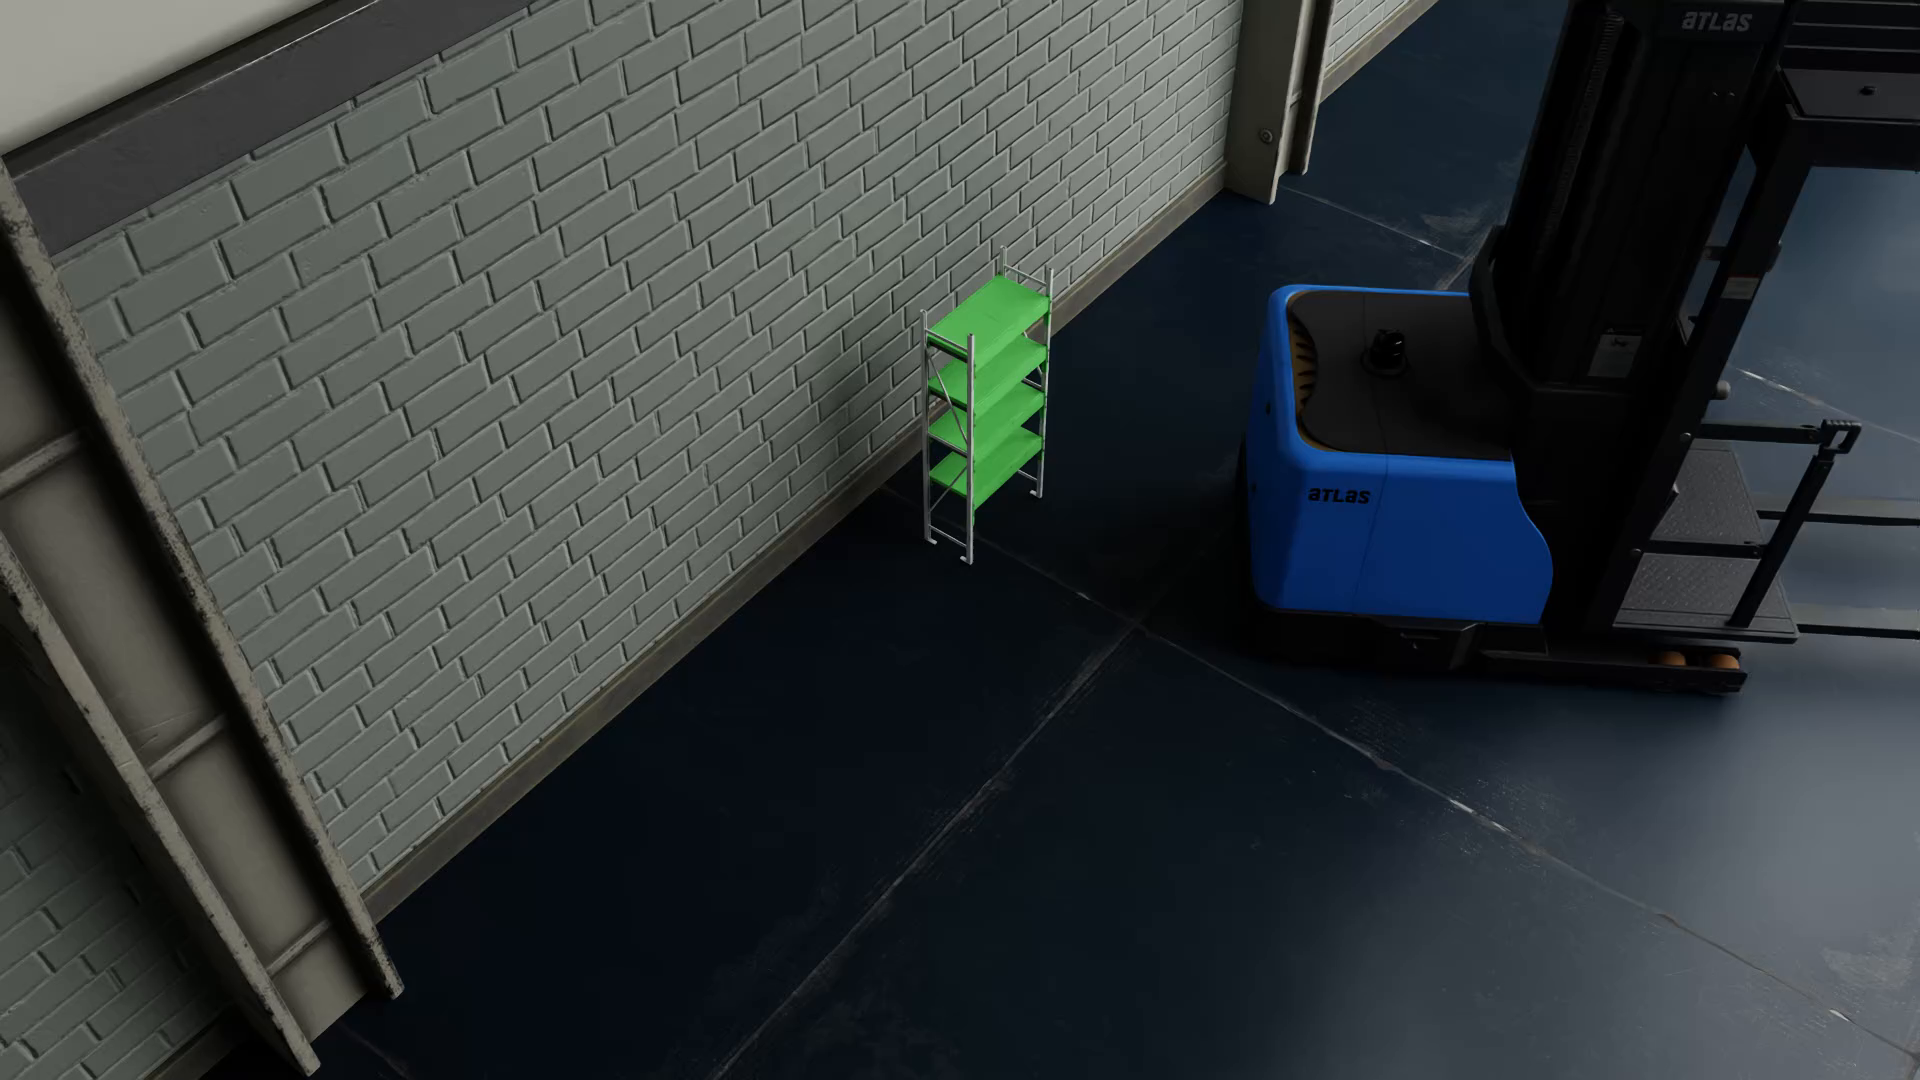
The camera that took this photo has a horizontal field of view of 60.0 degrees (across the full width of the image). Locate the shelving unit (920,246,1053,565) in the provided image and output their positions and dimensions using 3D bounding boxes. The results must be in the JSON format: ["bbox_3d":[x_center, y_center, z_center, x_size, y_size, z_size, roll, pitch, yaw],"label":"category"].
[{"bbox_3d":[0.101,-0.509,6.571,0.258,1.200,0.503,29,53,25],"label":"shelving unit"}]

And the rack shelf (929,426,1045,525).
[{"bbox_3d":[0.101,-0.299,6.791,0.258,0.148,0.480,29,53,25],"label":"rack shelf"}]

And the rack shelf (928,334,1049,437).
[{"bbox_3d":[0.101,-0.631,6.444,0.258,0.148,0.480,29,53,25],"label":"rack shelf"}]

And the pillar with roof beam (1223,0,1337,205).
[{"bbox_3d":[5.000,-3.110,3.663,9.100,9.000,0.400,29,53,25],"label":"pillar with roof beam"}]

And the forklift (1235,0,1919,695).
[{"bbox_3d":[2.643,-0.825,5.676,3.031,2.935,1.130,3,46,3],"label":"forklift"}]

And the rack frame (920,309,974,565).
[{"bbox_3d":[-0.048,-0.370,6.438,0.240,1.200,0.015,29,53,25],"label":"rack frame"}]

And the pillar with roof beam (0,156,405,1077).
[{"bbox_3d":[1.331,0.323,0.383,9.100,9.000,0.400,29,53,25],"label":"pillar with roof beam"}]

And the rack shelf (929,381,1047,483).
[{"bbox_3d":[0.101,-0.465,6.618,0.258,0.148,0.480,29,53,25],"label":"rack shelf"}]

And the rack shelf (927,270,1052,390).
[{"bbox_3d":[0.101,-0.797,6.270,0.258,0.148,0.480,29,53,25],"label":"rack shelf"}]

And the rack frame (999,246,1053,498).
[{"bbox_3d":[0.250,-0.649,6.705,0.240,1.200,0.015,29,53,25],"label":"rack frame"}]
